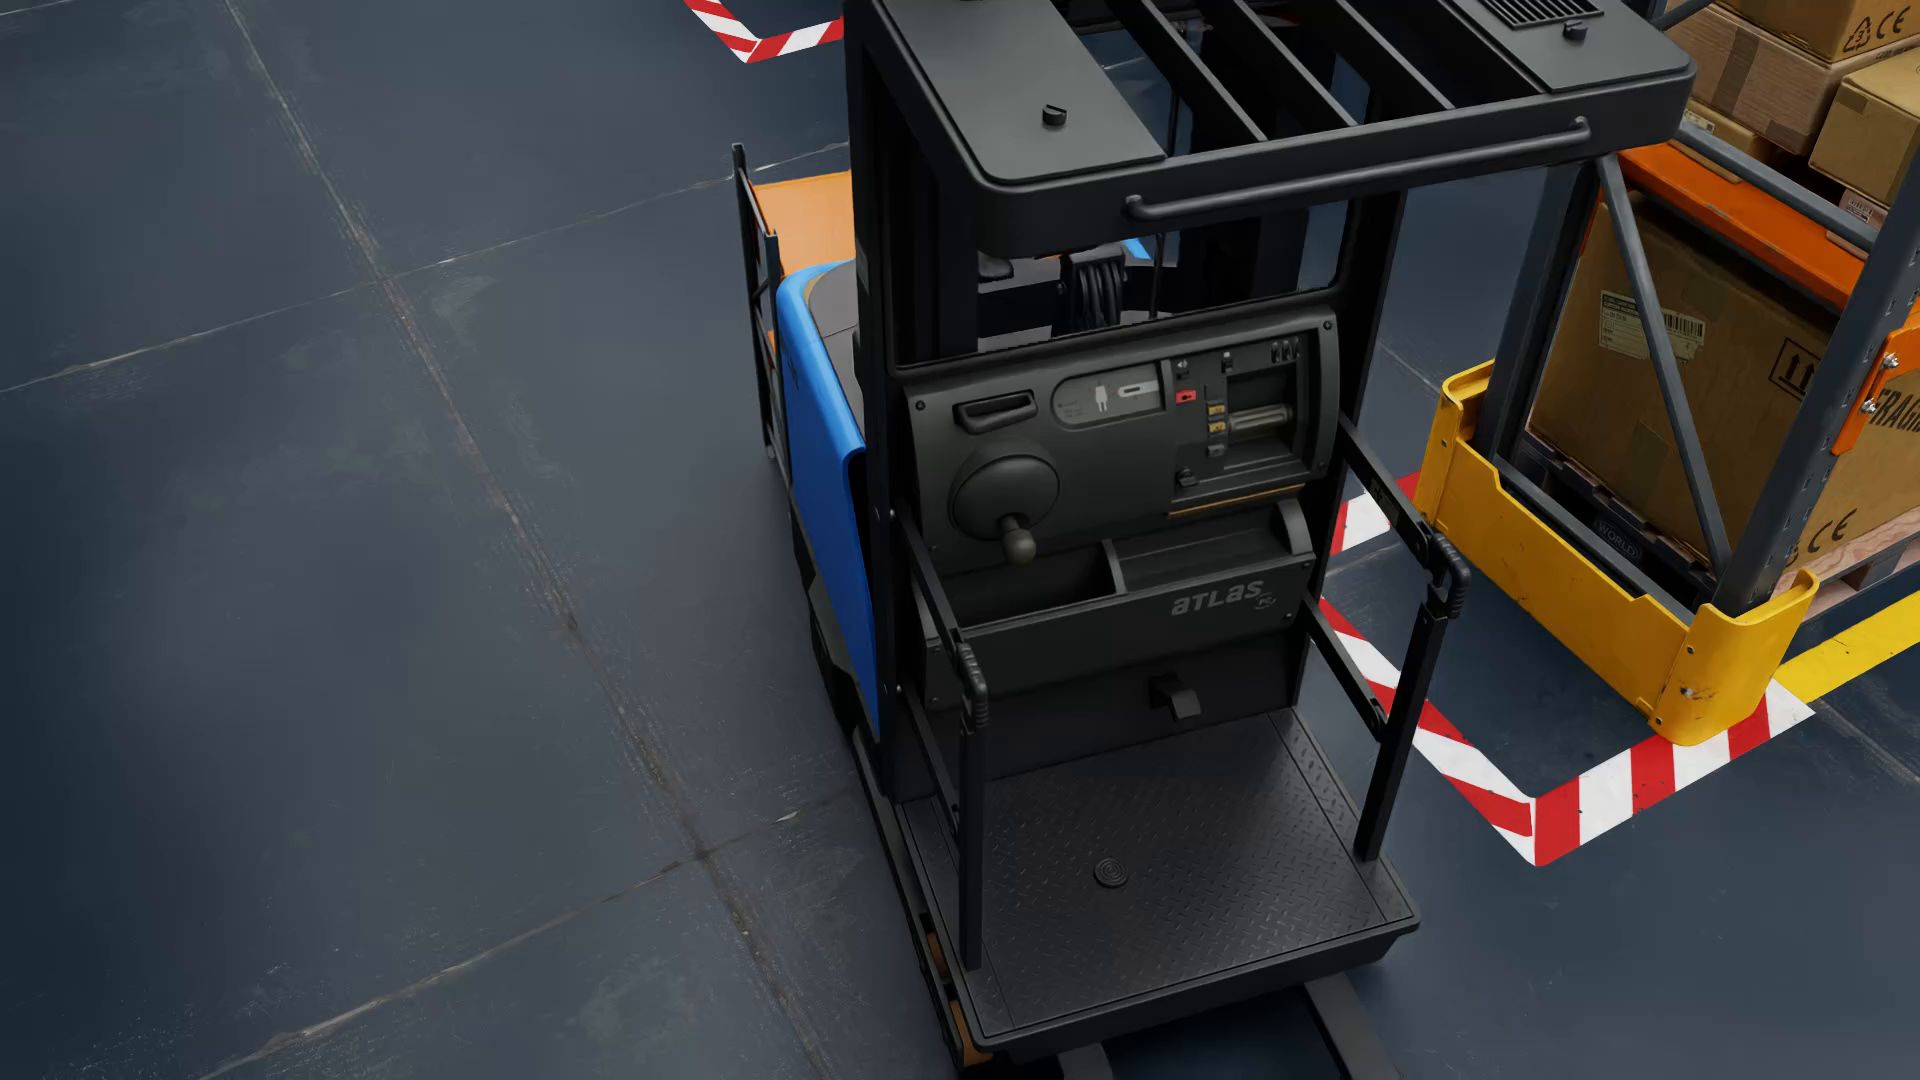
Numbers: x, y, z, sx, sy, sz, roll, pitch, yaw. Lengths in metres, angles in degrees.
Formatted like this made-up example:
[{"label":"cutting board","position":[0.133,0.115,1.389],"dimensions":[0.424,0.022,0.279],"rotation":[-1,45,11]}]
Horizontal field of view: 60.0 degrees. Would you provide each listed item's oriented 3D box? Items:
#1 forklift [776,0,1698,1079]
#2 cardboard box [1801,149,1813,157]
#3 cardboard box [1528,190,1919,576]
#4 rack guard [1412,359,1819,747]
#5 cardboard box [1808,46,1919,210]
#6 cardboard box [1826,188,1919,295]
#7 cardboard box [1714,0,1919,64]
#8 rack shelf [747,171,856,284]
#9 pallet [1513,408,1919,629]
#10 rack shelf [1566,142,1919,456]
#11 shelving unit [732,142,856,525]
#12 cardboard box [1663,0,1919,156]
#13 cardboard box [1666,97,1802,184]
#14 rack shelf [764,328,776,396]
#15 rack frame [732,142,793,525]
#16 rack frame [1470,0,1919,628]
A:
[{"label":"forklift","position":[0.415,-0.123,3.272],"dimensions":[1.130,2.935,3.031],"rotation":[-12,45,-12]},{"label":"cardboard box","position":[2.258,-1.225,4.539],"dimensions":[0.250,0.149,0.380],"rotation":[-21,48,-21]},{"label":"cardboard box","position":[2.404,-0.561,4.898],"dimensions":[0.875,0.875,0.875],"rotation":[-22,48,-21]},{"label":"rack guard","position":[1.868,0.003,4.888],"dimensions":[0.348,0.500,1.175],"rotation":[-22,48,-21]},{"label":"cardboard box","position":[2.440,-0.958,3.978],"dimensions":[0.500,0.250,0.500],"rotation":[-23,49,-22]},{"label":"cardboard box","position":[2.361,-0.736,4.035],"dimensions":[0.250,0.149,0.380],"rotation":[-21,48,-21]},{"label":"cardboard box","position":[2.180,-1.552,4.051],"dimensions":[0.500,0.500,0.500],"rotation":[-21,48,-20]},{"label":"rack shelf","position":[-0.089,-0.891,4.940],"dimensions":[1.000,0.278,0.538],"rotation":[-12,45,-12]},{"label":"pallet","position":[2.543,-0.226,5.331],"dimensions":[1.213,0.211,1.003],"rotation":[-22,48,-21]},{"label":"rack shelf","position":[3.623,-1.338,4.991],"dimensions":[4.000,0.370,1.077],"rotation":[-22,48,-21]},{"label":"shelving unit","position":[-0.089,-0.681,5.144],"dimensions":[1.048,1.125,0.538],"rotation":[-12,45,-12]},{"label":"cardboard box","position":[2.177,-1.283,4.313],"dimensions":[0.500,0.250,0.500],"rotation":[-23,48,-22]},{"label":"cardboard box","position":[2.034,-1.134,4.445],"dimensions":[0.250,0.149,0.380],"rotation":[-21,48,-20]},{"label":"rack shelf","position":[-0.089,-0.506,5.315],"dimensions":[1.000,0.278,0.538],"rotation":[-12,45,-12]},{"label":"rack frame","position":[-0.576,-0.580,5.040],"dimensions":[0.032,1.125,0.500],"rotation":[-12,45,-12]},{"label":"rack frame","position":[1.889,-0.902,4.026],"dimensions":[0.127,3.000,1.000],"rotation":[-22,48,-21]}]
